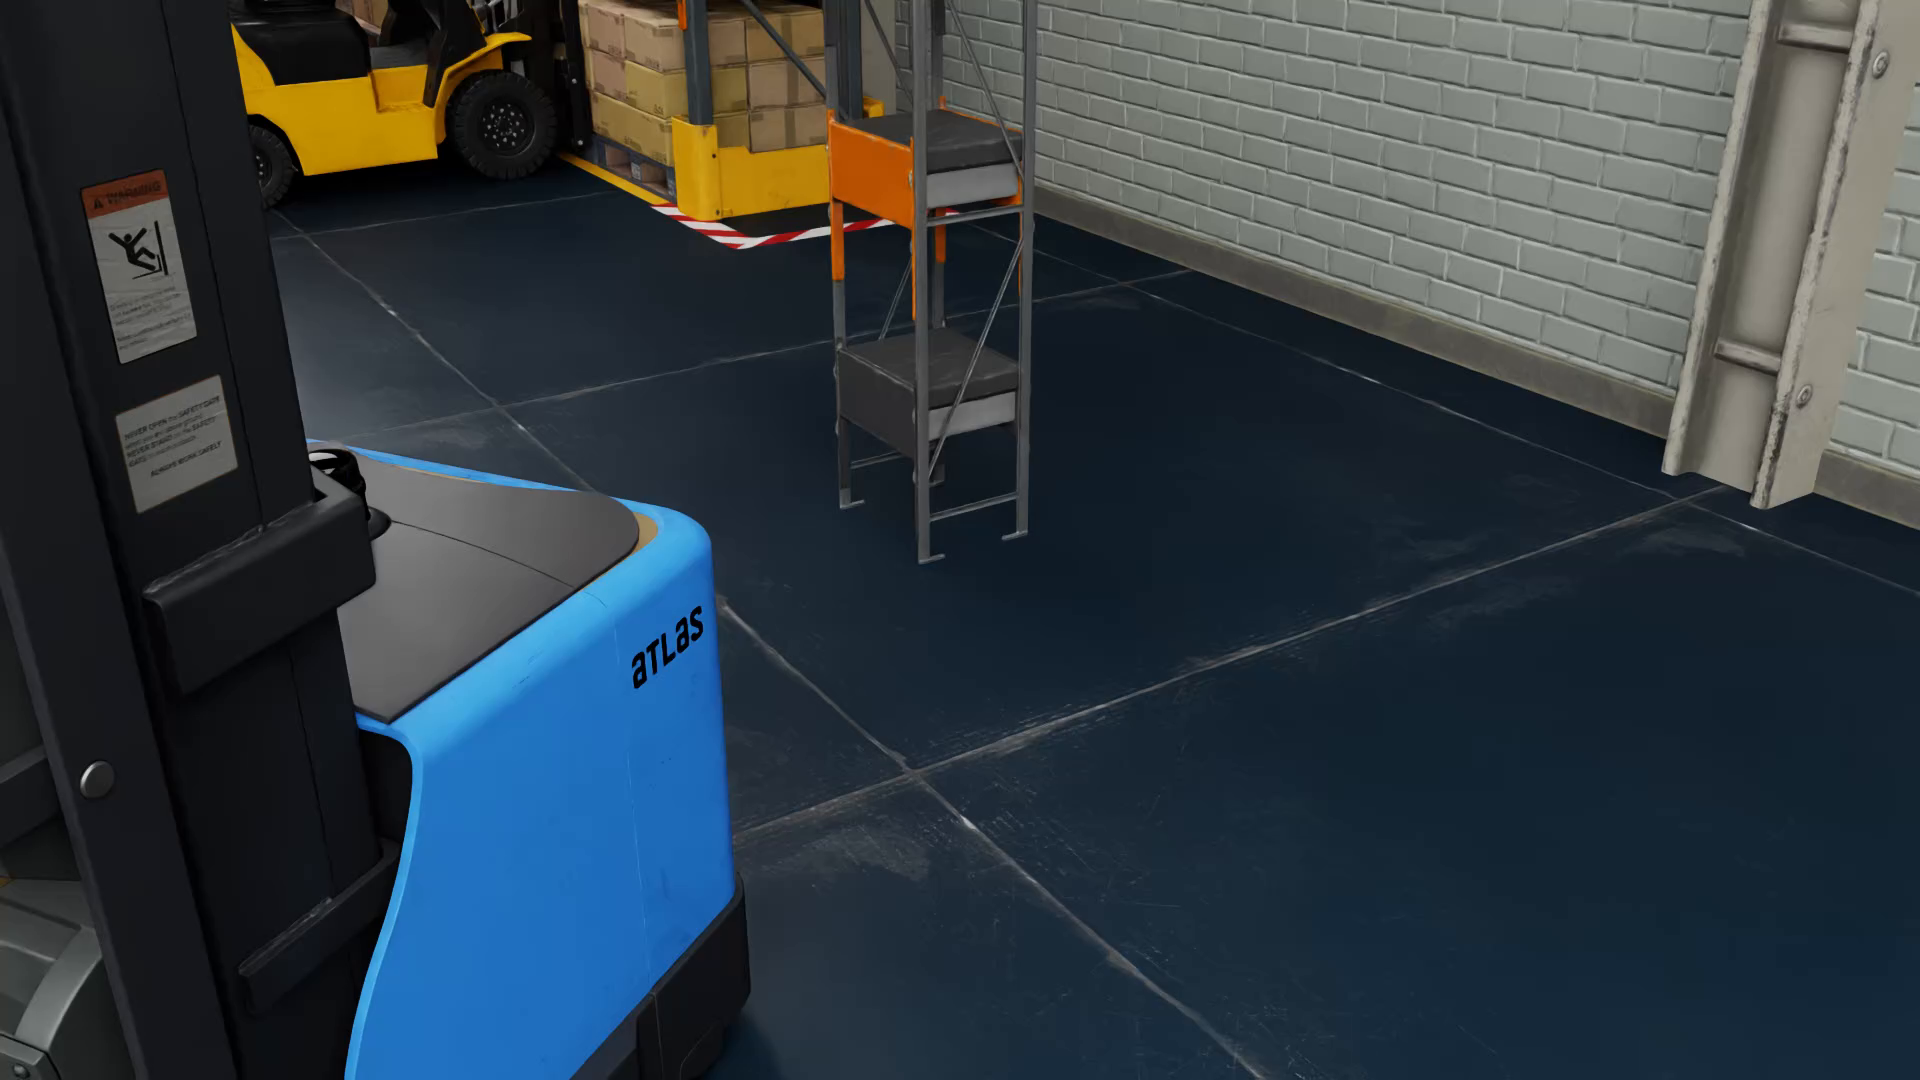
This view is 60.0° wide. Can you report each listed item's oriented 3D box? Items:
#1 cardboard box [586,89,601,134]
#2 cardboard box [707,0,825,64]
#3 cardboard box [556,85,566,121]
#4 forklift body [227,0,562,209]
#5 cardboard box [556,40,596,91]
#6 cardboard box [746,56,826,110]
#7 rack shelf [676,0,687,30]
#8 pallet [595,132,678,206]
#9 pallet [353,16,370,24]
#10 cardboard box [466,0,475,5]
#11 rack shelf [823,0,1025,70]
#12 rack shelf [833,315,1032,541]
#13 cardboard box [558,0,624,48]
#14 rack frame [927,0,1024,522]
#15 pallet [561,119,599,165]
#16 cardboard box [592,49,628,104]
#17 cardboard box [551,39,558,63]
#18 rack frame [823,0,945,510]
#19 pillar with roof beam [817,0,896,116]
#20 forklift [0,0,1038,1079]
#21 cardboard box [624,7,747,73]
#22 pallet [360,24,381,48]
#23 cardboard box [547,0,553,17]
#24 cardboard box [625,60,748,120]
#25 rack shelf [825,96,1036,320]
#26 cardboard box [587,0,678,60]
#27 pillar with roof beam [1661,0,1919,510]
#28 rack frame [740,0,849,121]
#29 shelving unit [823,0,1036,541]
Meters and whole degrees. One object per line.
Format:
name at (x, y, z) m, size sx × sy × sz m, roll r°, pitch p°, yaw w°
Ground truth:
cardboard box at (-2.041, -2.650, 10.079) m, size 0.500 × 0.250 × 0.500 m, roll -15°, pitch 29°, yaw -29°
cardboard box at (-1.095, -2.863, 9.358) m, size 0.500 × 0.250 × 0.500 m, roll -16°, pitch 30°, yaw -30°
cardboard box at (-2.344, -2.831, 10.461) m, size 0.500 × 0.250 × 0.500 m, roll -15°, pitch 29°, yaw -28°
forklift body at (-3.555, -3.117, 9.334) m, size 2.313 × 2.155 × 1.214 m, roll -16°, pitch 29°, yaw -30°
cardboard box at (-2.083, -2.883, 9.988) m, size 0.500 × 0.250 × 0.500 m, roll -16°, pitch 30°, yaw -31°
cardboard box at (-1.074, -2.637, 9.466) m, size 0.500 × 0.250 × 0.500 m, roll -15°, pitch 29°, yaw -29°
rack shelf at (-2.083, -3.638, 10.285) m, size 1.077 × 0.370 × 4.000 m, roll -16°, pitch 29°, yaw -30°
pallet at (-1.444, -2.251, 9.771) m, size 1.003 × 0.211 × 1.213 m, roll -16°, pitch 29°, yaw -30°
pallet at (-4.941, -4.545, 14.630) m, size 1.003 × 0.211 × 1.213 m, roll -16°, pitch 29°, yaw -30°
cardboard box at (-3.173, -3.831, 11.410) m, size 0.500 × 0.250 × 0.500 m, roll -16°, pitch 30°, yaw -30°
rack shelf at (-0.090, -1.629, 4.634) m, size 0.431 × 0.518 × 0.480 m, roll -16°, pitch 29°, yaw -30°
rack shelf at (-0.090, -0.363, 5.232) m, size 0.431 × 0.518 × 0.480 m, roll -16°, pitch 29°, yaw -30°
cardboard box at (-2.071, -3.098, 9.857) m, size 0.500 × 0.250 × 0.500 m, roll -15°, pitch 29°, yaw -29°
rack frame at (0.044, -0.922, 4.743) m, size 0.380 × 1.831 × 0.006 m, roll -16°, pitch 29°, yaw -30°
pallet at (-2.105, -2.687, 10.694) m, size 1.003 × 0.211 × 1.213 m, roll -16°, pitch 29°, yaw -30°
cardboard box at (-1.783, -2.704, 9.607) m, size 0.500 × 0.250 × 0.500 m, roll -16°, pitch 30°, yaw -30°
cardboard box at (-2.353, -3.063, 10.369) m, size 0.500 × 0.250 × 0.500 m, roll -16°, pitch 29°, yaw -30°
rack frame at (-0.224, -1.096, 5.112) m, size 0.400 × 2.100 × 0.015 m, roll -16°, pitch 29°, yaw -30°
pillar with roof beam at (-4.223, -5.417, 6.183) m, size 9.100 × 9.000 × 0.400 m, roll -16°, pitch 29°, yaw -30°
forklift at (-1.011, -0.345, 2.548) m, size 1.130 × 2.935 × 5.275 m, roll 11°, pitch 27°, yaw 21°
cardboard box at (-1.504, -2.739, 9.095) m, size 0.500 × 0.250 × 0.500 m, roll -14°, pitch 29°, yaw -28°
pallet at (-4.280, -4.109, 13.707) m, size 1.003 × 0.211 × 1.213 m, roll -16°, pitch 29°, yaw -30°
cardboard box at (-2.341, -3.281, 10.244) m, size 0.500 × 0.250 × 0.500 m, roll -16°, pitch 30°, yaw -31°
cardboard box at (-1.519, -2.522, 9.222) m, size 0.500 × 0.250 × 0.500 m, roll -16°, pitch 30°, yaw -30°
rack shelf at (-0.090, -0.996, 4.933) m, size 0.431 × 0.518 × 0.480 m, roll -16°, pitch 29°, yaw -30°
cardboard box at (-1.787, -2.920, 9.479) m, size 0.500 × 0.250 × 0.500 m, roll -15°, pitch 29°, yaw -29°
pillar with roof beam at (-0.947, -3.271, 1.637) m, size 9.100 × 9.000 × 0.400 m, roll -16°, pitch 29°, yaw -30°
rack frame at (-0.994, -3.247, 8.615) m, size 0.949 × 2.616 × 0.053 m, roll -16°, pitch 29°, yaw -30°
shelving unit at (-0.092, -1.010, 4.929) m, size 0.431 × 2.100 × 0.499 m, roll -16°, pitch 29°, yaw -30°
